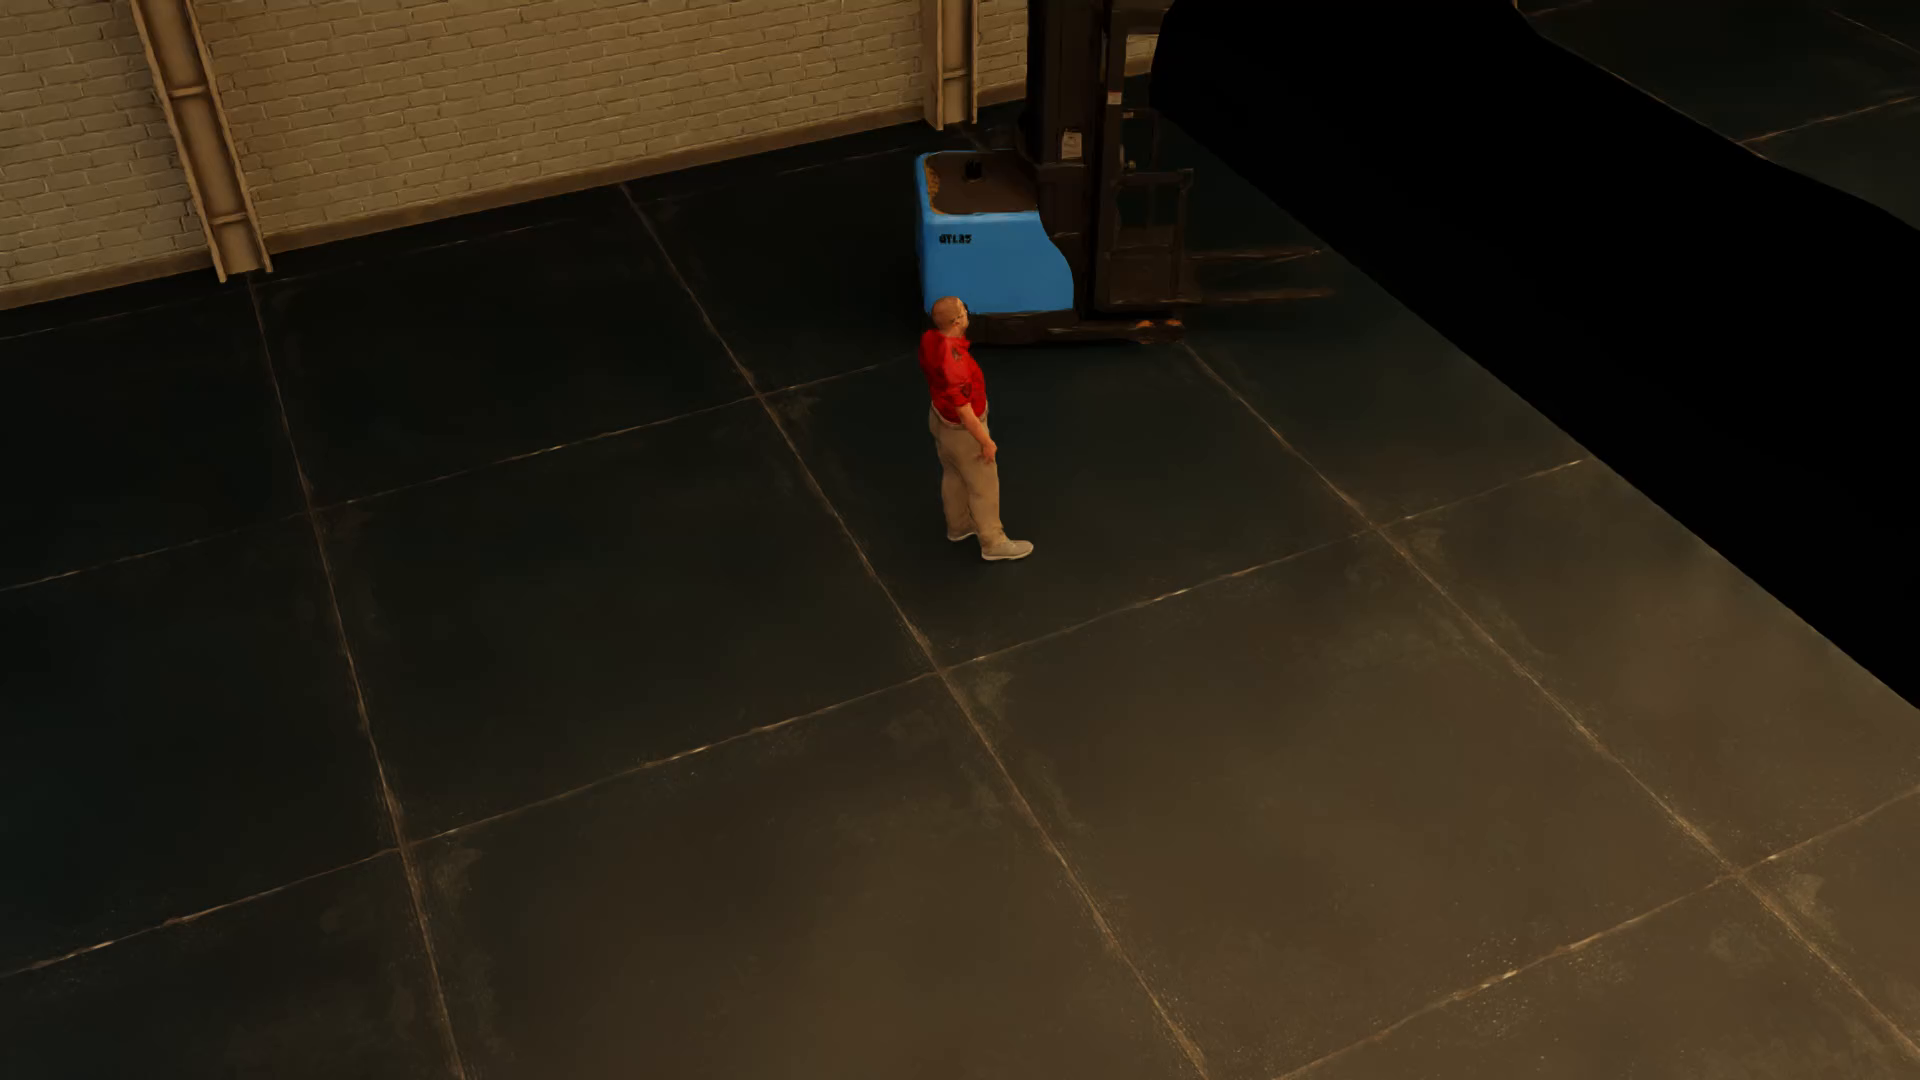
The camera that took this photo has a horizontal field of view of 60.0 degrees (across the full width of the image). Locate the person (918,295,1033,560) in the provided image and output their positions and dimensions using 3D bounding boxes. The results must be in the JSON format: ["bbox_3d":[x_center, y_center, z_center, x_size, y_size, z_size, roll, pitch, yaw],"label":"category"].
[{"bbox_3d":[0.086,-0.685,9.767,0.550,1.723,0.640,-17,43,-19],"label":"person"}]

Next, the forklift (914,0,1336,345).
[{"bbox_3d":[1.204,-2.875,11.461,3.031,2.935,1.130,-3,40,-4],"label":"forklift"}]
